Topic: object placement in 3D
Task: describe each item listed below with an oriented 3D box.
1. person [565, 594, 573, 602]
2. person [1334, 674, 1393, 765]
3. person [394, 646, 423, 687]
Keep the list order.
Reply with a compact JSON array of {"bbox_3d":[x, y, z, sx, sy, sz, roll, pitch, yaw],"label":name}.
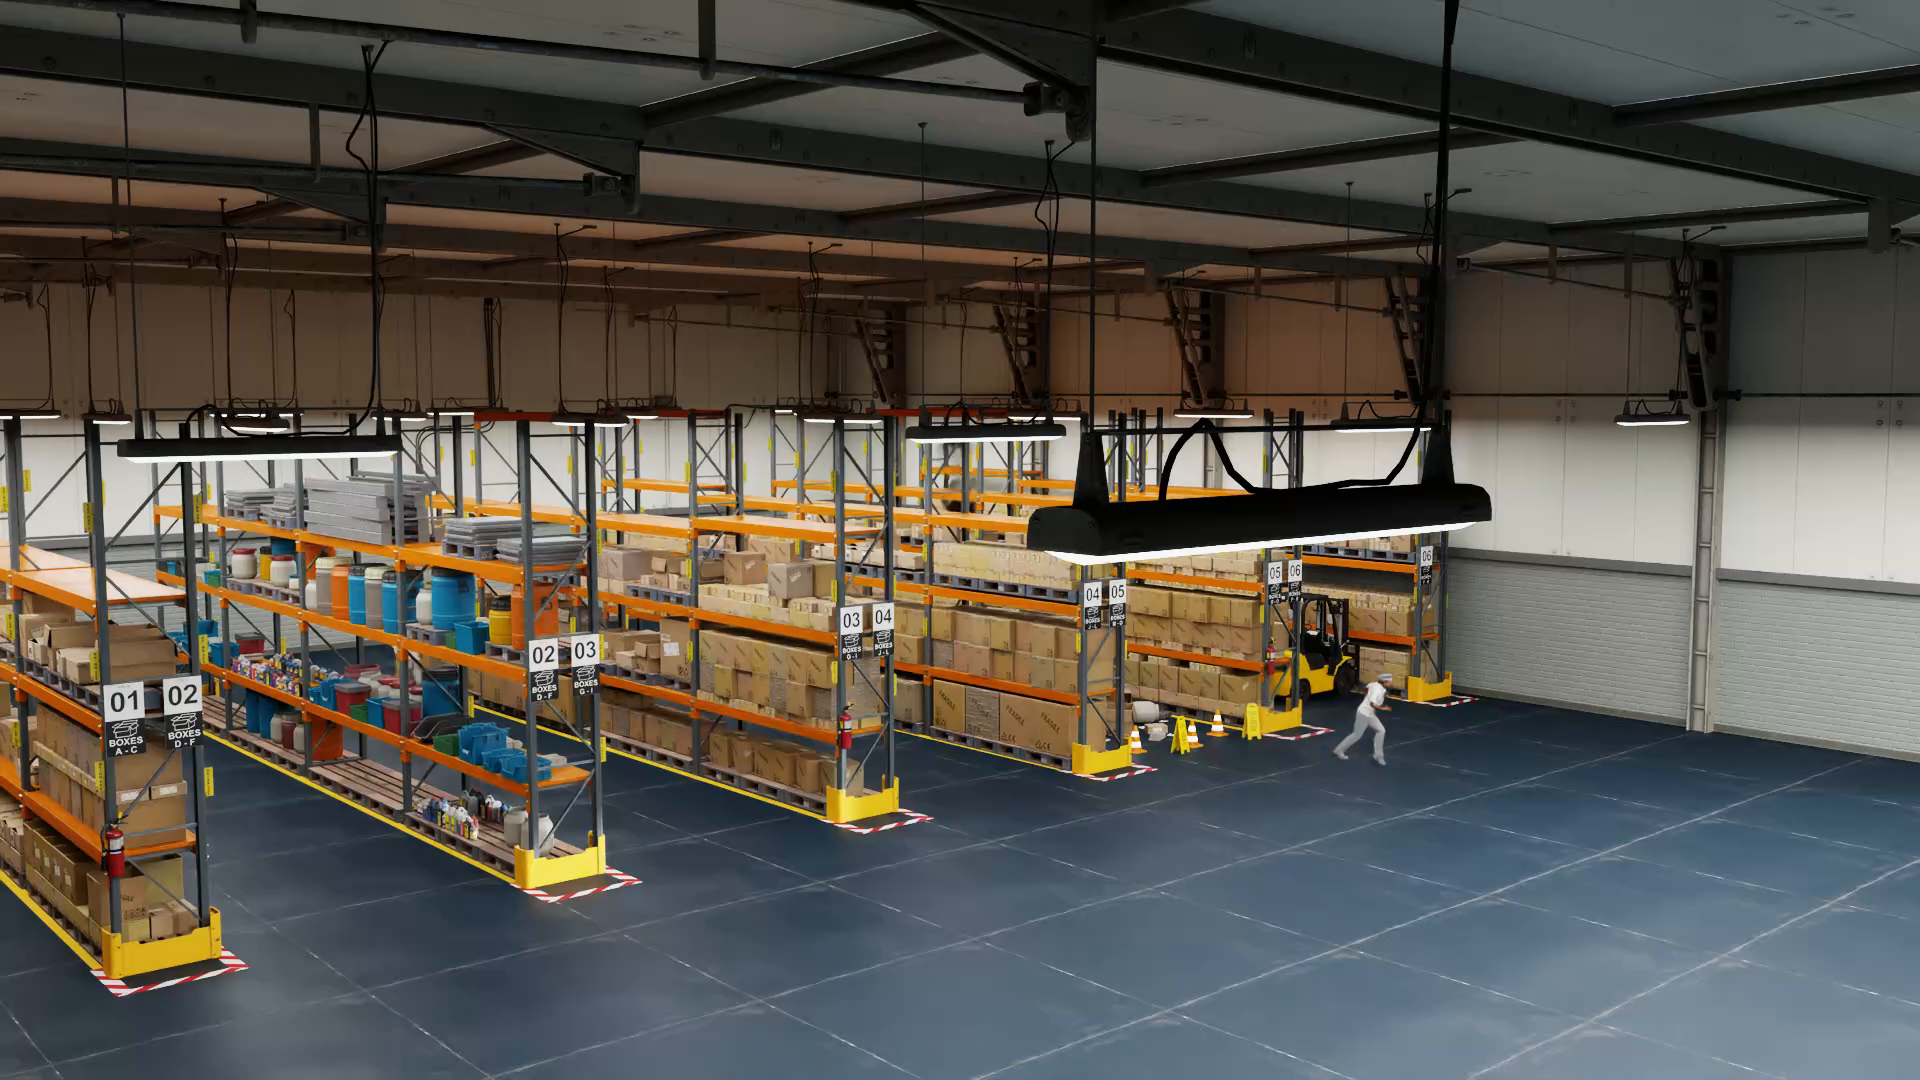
[{"bbox_3d":[-9.095,2.067,38.618,0.695,1.772,0.972,-4,6,-38],"label":"person"},{"bbox_3d":[6.915,3.072,28.512,0.974,1.623,0.618,1,5,15],"label":"person"},{"bbox_3d":[-11.038,2.522,33.409,0.729,1.733,0.642,5,7,45],"label":"person"}]
